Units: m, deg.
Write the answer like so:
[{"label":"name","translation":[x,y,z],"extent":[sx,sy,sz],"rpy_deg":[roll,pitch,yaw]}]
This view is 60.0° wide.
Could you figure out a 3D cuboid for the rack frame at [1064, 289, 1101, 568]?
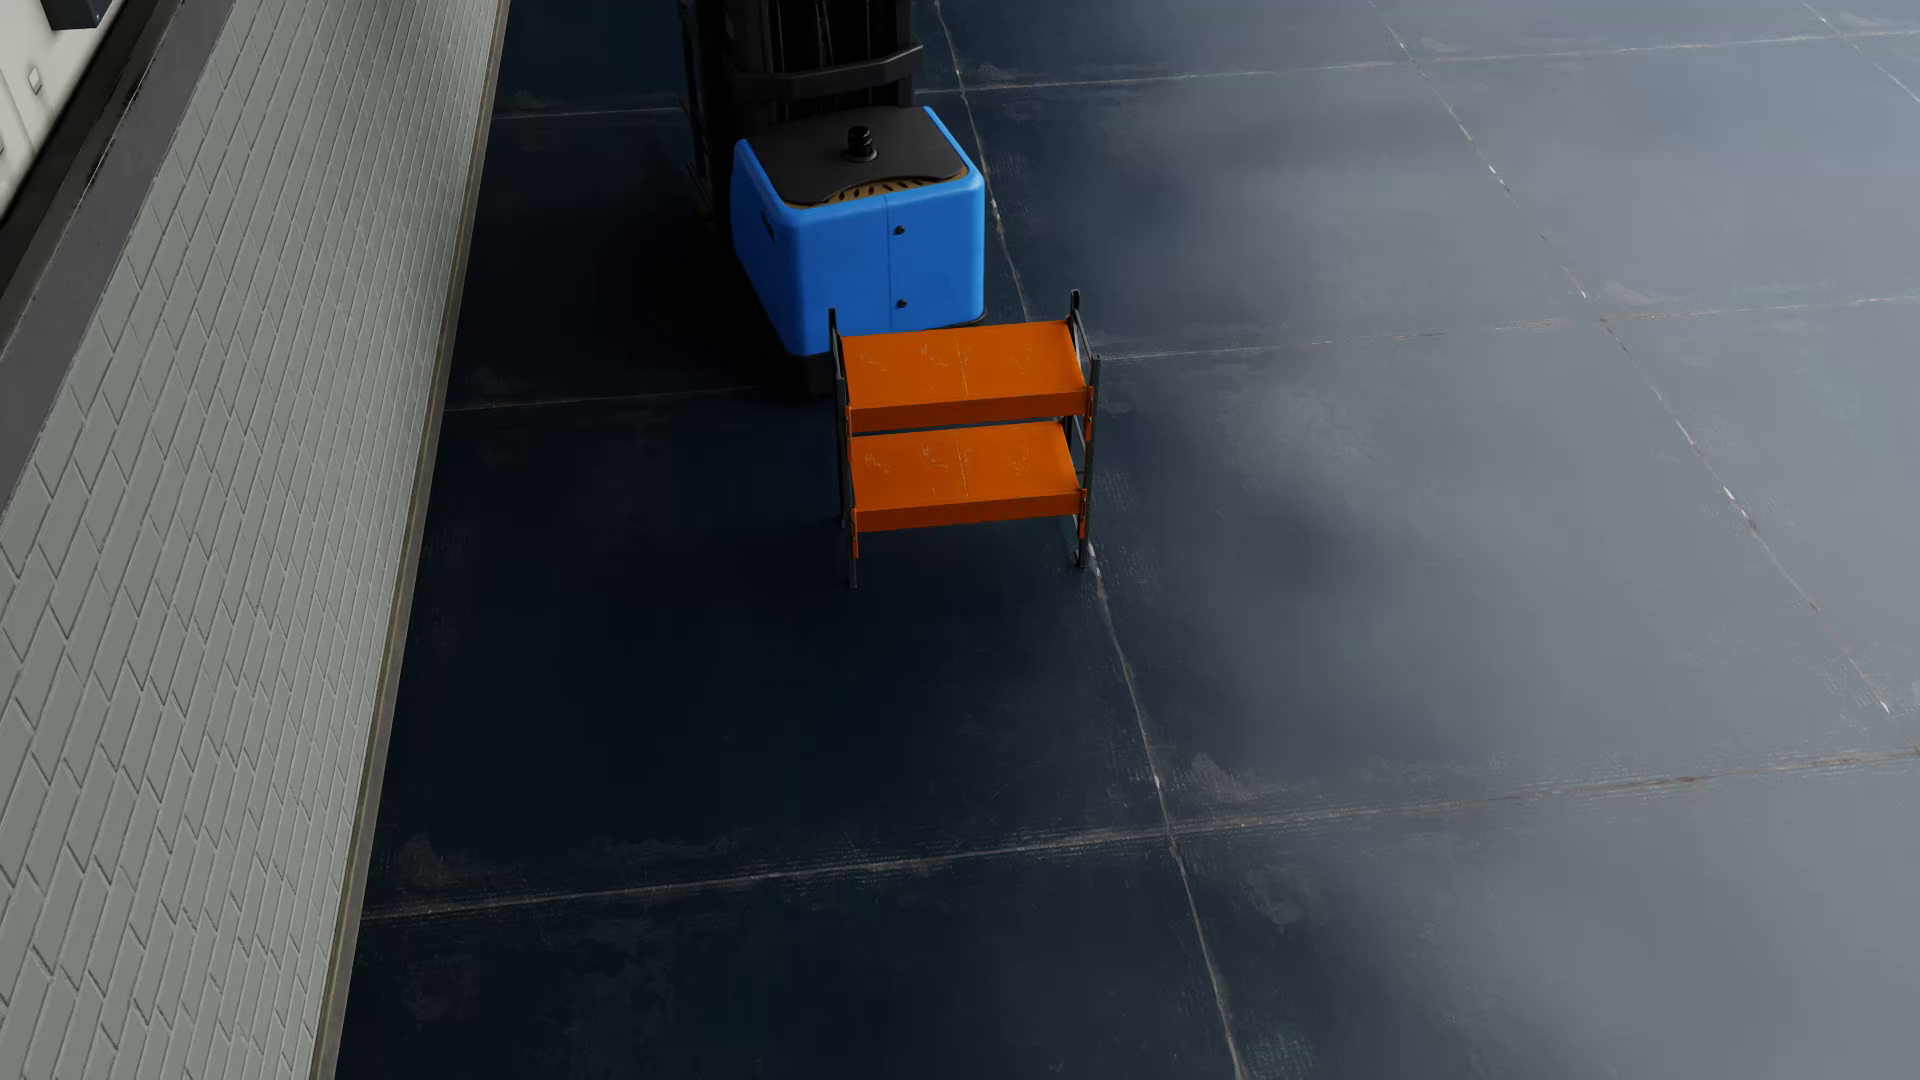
[{"label":"rack frame","translation":[0.511,-0.462,7.138],"extent":[0.032,1.125,0.500],"rpy_deg":[-5,42,-6]}]

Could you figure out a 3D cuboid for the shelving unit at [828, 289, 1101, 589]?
[{"label":"shelving unit","translation":[0.007,-0.418,7.089],"extent":[1.048,1.125,0.538],"rpy_deg":[-5,42,-6]}]

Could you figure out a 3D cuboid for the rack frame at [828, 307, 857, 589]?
[{"label":"rack frame","translation":[-0.497,-0.374,7.040],"extent":[0.032,1.125,0.500],"rpy_deg":[-5,42,-6]}]

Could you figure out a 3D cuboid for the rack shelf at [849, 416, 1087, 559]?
[{"label":"rack shelf","translation":[0.007,-0.237,7.253],"extent":[1.000,0.278,0.538],"rpy_deg":[-5,42,-6]}]

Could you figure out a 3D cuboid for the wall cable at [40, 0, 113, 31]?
[{"label":"wall cable","translation":[-2.303,-4.246,2.915],"extent":[0.169,6.003,2.305],"rpy_deg":[-5,42,-6]}]

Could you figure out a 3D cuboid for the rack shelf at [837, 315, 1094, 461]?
[{"label":"rack shelf","translation":[0.007,-0.636,6.893],"extent":[1.000,0.278,0.538],"rpy_deg":[-5,42,-6]}]

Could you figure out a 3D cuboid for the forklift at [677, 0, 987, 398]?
[{"label":"forklift","translation":[-0.863,-2.782,8.361],"extent":[1.130,2.935,3.031],"rpy_deg":[-14,44,-15]}]
